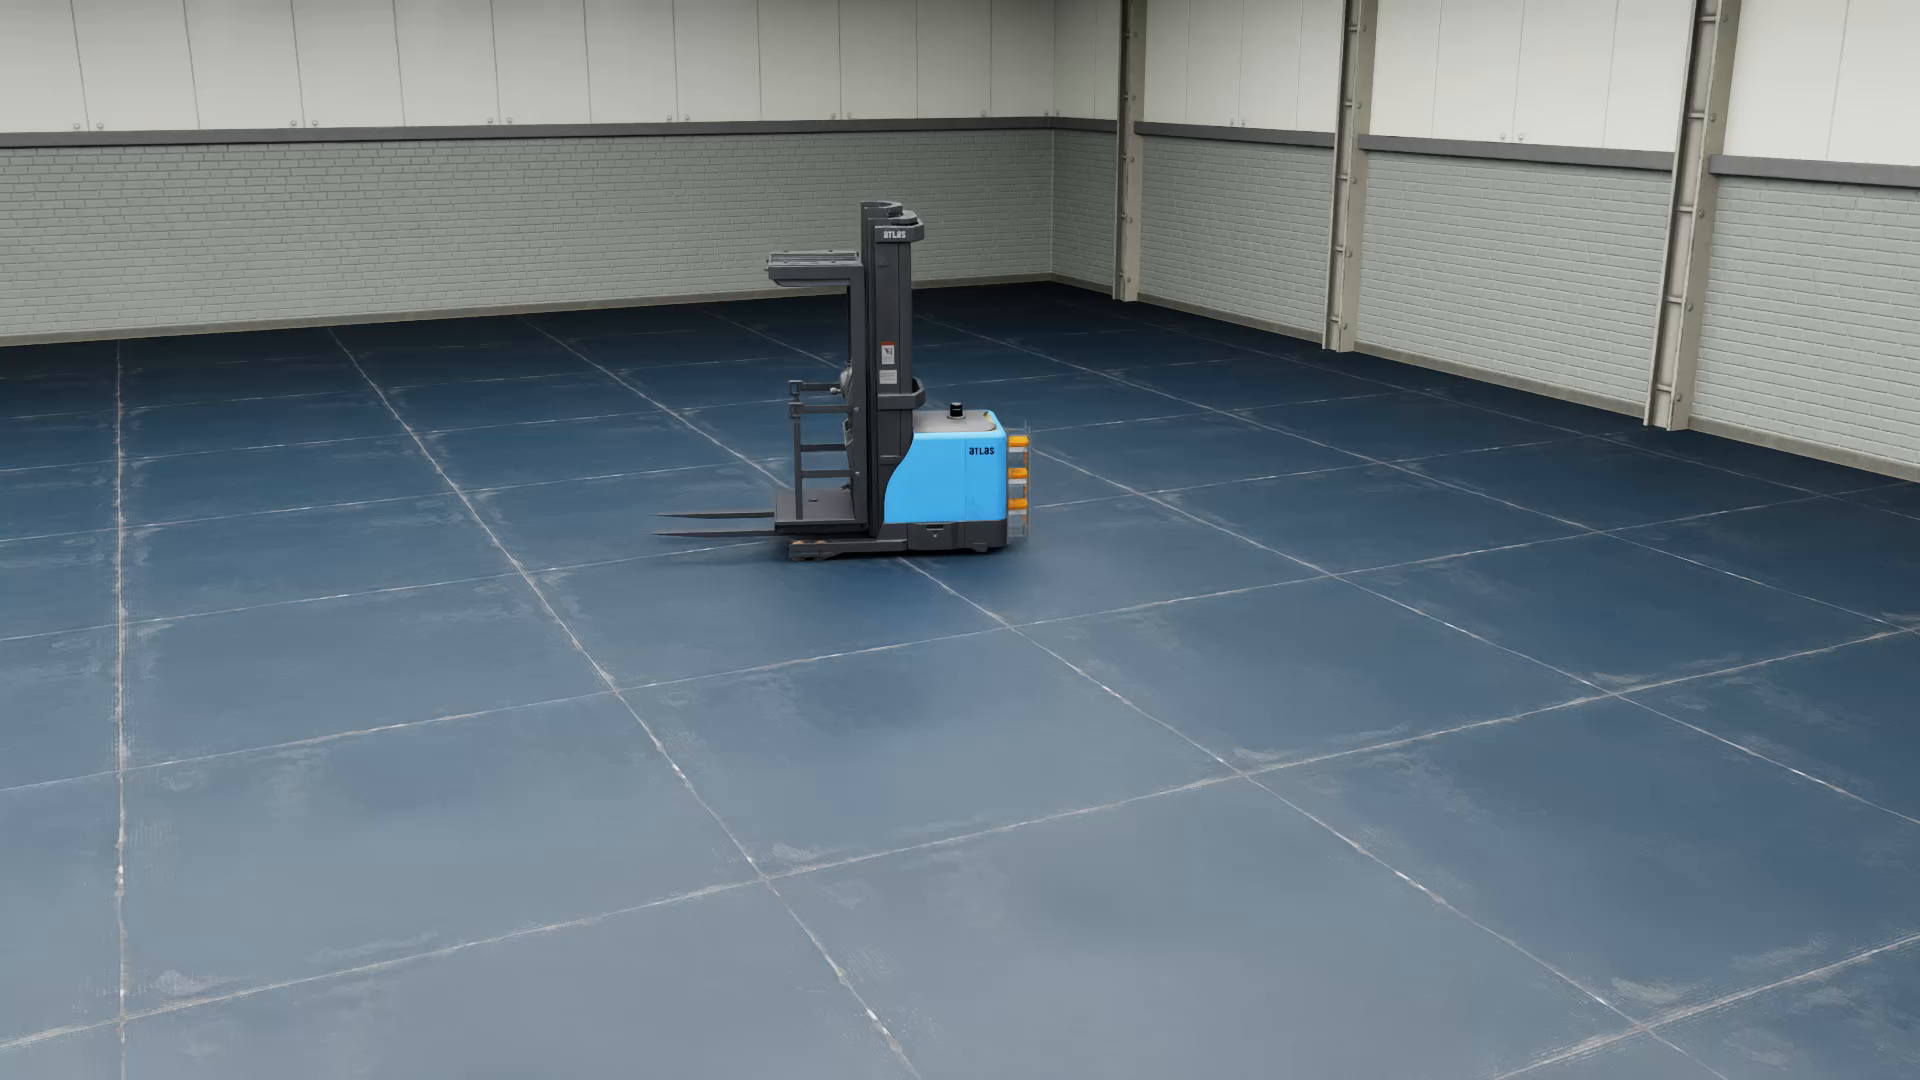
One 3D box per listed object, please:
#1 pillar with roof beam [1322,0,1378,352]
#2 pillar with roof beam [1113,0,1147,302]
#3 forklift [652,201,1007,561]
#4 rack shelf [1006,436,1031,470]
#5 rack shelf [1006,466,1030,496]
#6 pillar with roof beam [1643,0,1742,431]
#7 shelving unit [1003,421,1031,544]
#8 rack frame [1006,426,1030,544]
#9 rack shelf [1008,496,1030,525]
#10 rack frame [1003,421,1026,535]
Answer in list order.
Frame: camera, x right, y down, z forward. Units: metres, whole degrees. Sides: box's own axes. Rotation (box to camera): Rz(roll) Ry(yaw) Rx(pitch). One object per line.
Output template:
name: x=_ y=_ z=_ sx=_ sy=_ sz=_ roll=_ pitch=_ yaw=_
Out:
pillar with roof beam: x=1.718 y=-6.613 z=21.483 sx=9.100 sy=9.000 sz=0.400 roll=-8 pitch=18 yaw=-25
pillar with roof beam: x=-0.911 y=-8.101 z=26.667 sx=9.100 sy=9.000 sz=0.400 roll=-8 pitch=18 yaw=-25
forklift: x=-1.143 y=-1.383 z=14.256 sx=3.031 sy=2.935 sz=1.130 roll=-2 pitch=16 yaw=-5
rack shelf: x=0.494 y=-0.768 z=14.534 sx=0.215 sy=0.259 sz=0.240 roll=-2 pitch=16 yaw=-5
rack shelf: x=0.493 y=-0.495 z=14.612 sx=0.215 sy=0.259 sz=0.240 roll=-2 pitch=16 yaw=-5
pillar with roof beam: x=4.346 y=-5.126 z=16.298 sx=9.100 sy=9.000 sz=0.400 roll=-8 pitch=18 yaw=-25
shelving unit: x=0.493 y=-0.506 z=14.609 sx=0.215 sy=1.050 sz=0.252 roll=-2 pitch=16 yaw=-5
rack frame: x=0.505 y=-0.472 z=14.492 sx=0.200 sy=1.050 sz=0.008 roll=-2 pitch=16 yaw=-5
rack shelf: x=0.493 y=-0.228 z=14.689 sx=0.215 sy=0.259 sz=0.240 roll=-2 pitch=16 yaw=-5
rack frame: x=0.481 y=-0.539 z=14.726 sx=0.200 sy=1.050 sz=0.008 roll=-2 pitch=16 yaw=-5
